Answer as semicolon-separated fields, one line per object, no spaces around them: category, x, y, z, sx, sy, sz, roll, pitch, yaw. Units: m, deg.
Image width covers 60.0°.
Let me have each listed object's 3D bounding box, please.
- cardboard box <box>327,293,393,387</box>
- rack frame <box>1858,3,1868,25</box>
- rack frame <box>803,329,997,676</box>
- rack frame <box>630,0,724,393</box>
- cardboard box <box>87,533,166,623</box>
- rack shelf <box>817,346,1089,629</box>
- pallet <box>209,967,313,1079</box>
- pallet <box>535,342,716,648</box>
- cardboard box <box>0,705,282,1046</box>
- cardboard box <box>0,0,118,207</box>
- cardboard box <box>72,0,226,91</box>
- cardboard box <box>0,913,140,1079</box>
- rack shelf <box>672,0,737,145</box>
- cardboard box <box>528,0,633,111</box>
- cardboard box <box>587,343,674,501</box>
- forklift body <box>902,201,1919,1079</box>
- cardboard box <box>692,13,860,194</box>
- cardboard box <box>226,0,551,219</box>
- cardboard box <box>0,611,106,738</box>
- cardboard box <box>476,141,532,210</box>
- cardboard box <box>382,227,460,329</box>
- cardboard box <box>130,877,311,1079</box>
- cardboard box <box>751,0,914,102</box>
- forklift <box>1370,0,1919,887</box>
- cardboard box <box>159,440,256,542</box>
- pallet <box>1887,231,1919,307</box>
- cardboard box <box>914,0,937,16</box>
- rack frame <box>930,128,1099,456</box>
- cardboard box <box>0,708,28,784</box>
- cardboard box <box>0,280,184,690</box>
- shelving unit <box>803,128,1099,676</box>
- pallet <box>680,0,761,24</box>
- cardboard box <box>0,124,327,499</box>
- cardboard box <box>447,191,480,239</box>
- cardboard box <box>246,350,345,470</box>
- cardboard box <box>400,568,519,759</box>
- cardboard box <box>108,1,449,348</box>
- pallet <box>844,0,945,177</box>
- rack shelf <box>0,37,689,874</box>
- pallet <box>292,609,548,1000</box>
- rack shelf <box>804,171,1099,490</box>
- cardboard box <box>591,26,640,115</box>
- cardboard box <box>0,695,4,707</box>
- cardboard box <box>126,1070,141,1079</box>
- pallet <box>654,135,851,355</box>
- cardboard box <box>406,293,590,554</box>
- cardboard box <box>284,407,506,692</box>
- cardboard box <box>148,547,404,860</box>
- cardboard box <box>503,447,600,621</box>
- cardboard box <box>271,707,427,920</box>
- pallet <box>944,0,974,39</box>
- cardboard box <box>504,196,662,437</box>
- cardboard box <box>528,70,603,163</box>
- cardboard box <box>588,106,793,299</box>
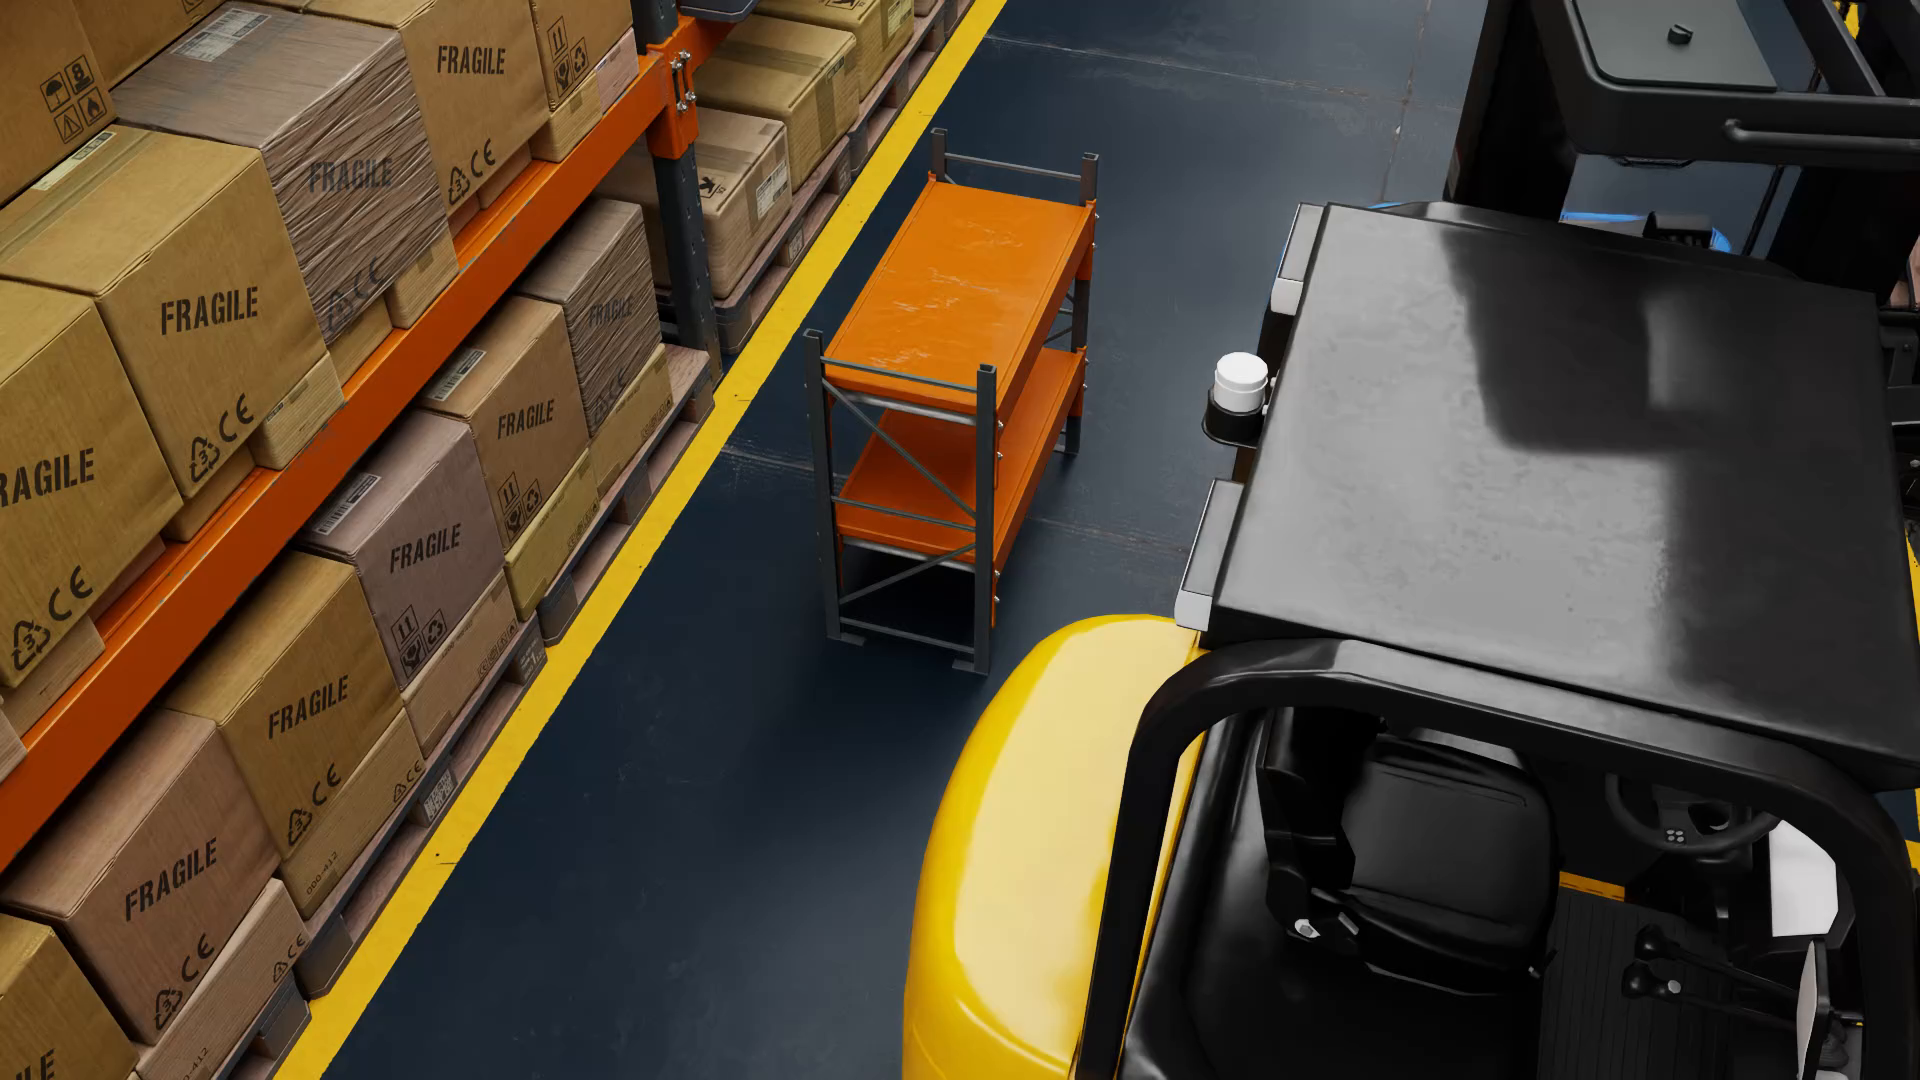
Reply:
cardboard box;-1.540;-0.499;3.795;0.380;0.149;0.250;12;46;12
rack frame;4.620;-3.327;6.505;1.000;3.000;0.127;13;46;13
rack frame;-0.152;-0.068;4.515;0.500;1.125;0.032;13;46;13
rack frame;-1.323;-1.710;4.853;1.000;3.000;0.127;13;46;13
cardboard box;-1.824;0.005;3.280;0.380;0.149;0.250;14;46;14
rack shelf;0.002;-0.232;5.032;0.538;0.278;1.000;13;46;13
pallet;-2.231;1.368;3.701;1.003;0.211;1.213;13;46;13
pallet;-1.492;-0.258;5.363;1.003;0.211;1.213;13;46;13
cardboard box;-1.865;0.677;3.543;0.500;0.500;0.500;11;45;11
cardboard box;-2.087;-0.930;3.057;0.700;0.500;0.500;12;46;12
cardboard box;-2.016;-1.297;3.432;0.700;0.500;0.500;12;46;12
cardboard box;-2.020;1.026;3.186;0.500;0.500;0.500;11;45;11
rack shelf;-0.717;-2.786;6.466;1.077;0.370;4.000;13;46;13
cardboard box;-1.220;-1.503;4.357;0.500;0.500;0.500;11;46;11
cardboard box;-1.246;-0.426;5.206;0.500;0.250;0.500;14;46;14
forklift body;1.033;0.658;3.039;2.313;2.155;1.214;13;46;13
cardboard box;-0.952;-1.751;6.473;0.950;0.372;0.625;15;46;15
cardboard box;-1.370;-1.158;4.005;0.500;0.500;0.500;14;46;14
cardboard box;-1.846;0.194;3.087;0.380;0.149;0.250;14;46;14
cardboard box;-1.352;-1.016;4.323;0.380;0.149;0.250;13;46;13
cardboard box;-1.434;-0.663;3.963;0.380;0.149;0.250;12;46;12
cardboard box;-1.865;0.971;3.778;0.500;0.250;0.500;14;46;14
cardboard box;-0.743;-2.215;6.947;0.950;0.372;0.625;14;46;14
forklift;1.478;-0.185;3.343;1.130;2.935;3.031;4;45;4
cardboard box;-1.716;-0.165;3.453;0.380;0.149;0.250;11;46;11
pallet;3.963;-0.979;6.100;1.003;0.211;1.213;13;46;13
cardboard box;-0.508;-2.719;7.462;0.950;0.372;0.625;12;46;12
rack frame;0.156;-0.745;5.207;0.500;1.125;0.032;13;46;13
cardboard box;-1.893;0.373;2.903;0.380;0.149;0.250;13;46;13
cardboard box;-1.819;-0.128;2.952;0.500;0.500;0.500;12;46;12
shelving unit;0.002;-0.407;4.861;0.538;1.125;1.048;13;46;13
pallet;-0.953;-2.120;5.409;1.003;0.211;1.213;13;46;13
cardboard box;-1.673;-0.469;3.300;0.500;0.500;0.500;12;46;12
cardboard box;-1.441;-0.853;4.157;0.380;0.149;0.250;12;46;12
cardboard box;-1.584;-0.320;3.612;0.380;0.149;0.250;13;46;13
cardboard box;-1.556;0.269;4.496;0.500;0.250;0.500;13;46;13
cardboard box;-1.522;-0.812;3.651;0.500;0.500;0.500;14;46;14
pallet;-0.721;-2.048;7.192;1.003;0.211;1.213;13;46;13
rack shelf;-1.928;-0.120;3.742;1.077;0.370;4.000;13;46;13
pallet;-1.860;0.558;4.529;1.003;0.211;1.213;13;46;13
rack shelf;0.002;-0.616;4.656;0.538;0.278;1.000;13;46;13
cardboard box;-1.130;-1.341;4.655;0.380;0.149;0.250;12;46;12
cardboard box;-1.973;0.211;2.605;0.500;0.500;0.500;14;46;14
cardboard box;-2.026;1.310;3.432;0.500;0.250;0.500;12;46;12
pallet;-1.088;-1.232;6.358;1.003;0.211;1.213;13;46;13
cardboard box;-1.399;-0.355;4.597;0.500;0.500;0.500;13;46;13
cardboard box;-1.552;-0.014;4.249;0.500;0.500;0.500;15;46;15
cardboard box;-1.706;0.344;3.883;0.500;0.500;0.500;13;46;13
cardboard box;-1.397;-0.069;4.842;0.500;0.250;0.500;11;46;11
cardboard box;-1.711;0.605;4.153;0.500;0.250;0.500;15;46;15
pallet;-0.350;-2.859;8.021;1.003;0.211;1.213;13;46;13
cardboard box;-1.246;-0.694;4.944;0.500;0.500;0.500;12;46;12
cardboard box;-1.199;-1.173;4.484;0.380;0.149;0.250;13;46;13
cardboard box;-1.166;-1.271;5.983;0.950;0.372;0.625;13;46;13
